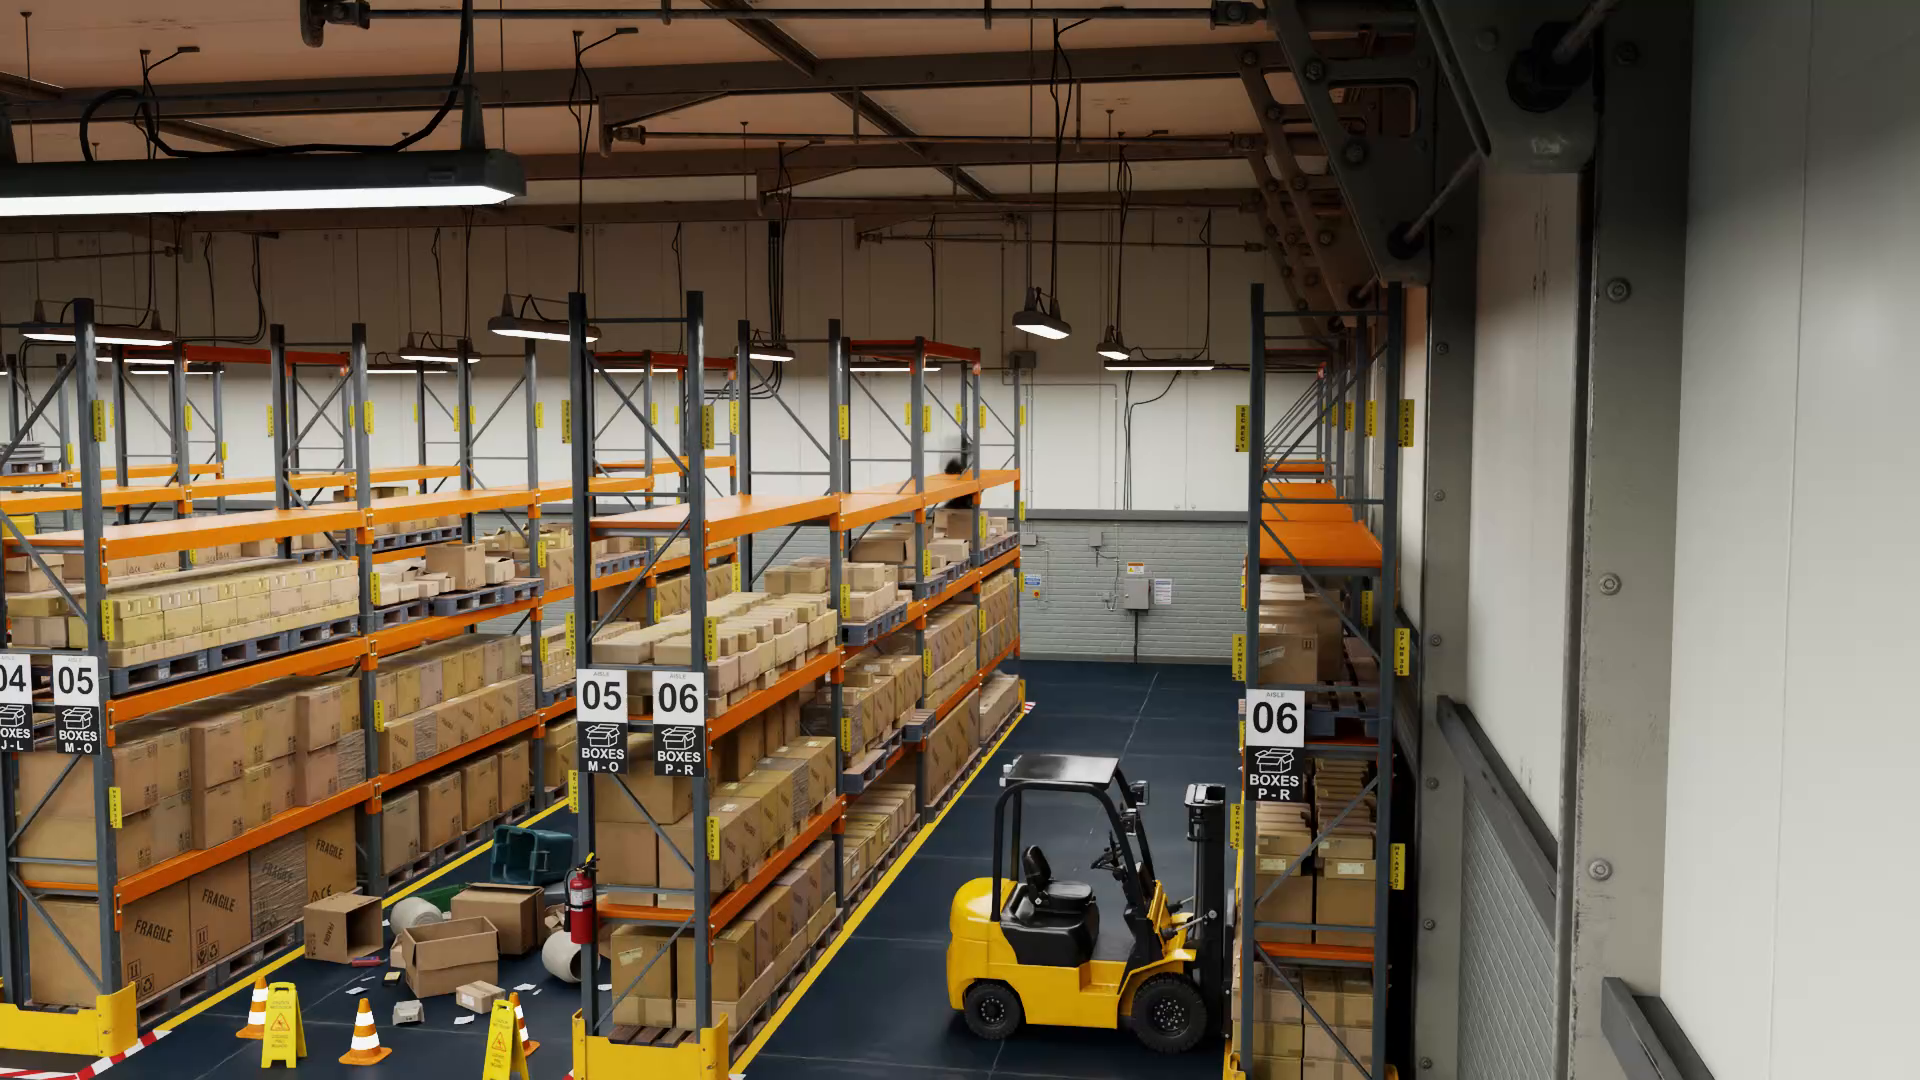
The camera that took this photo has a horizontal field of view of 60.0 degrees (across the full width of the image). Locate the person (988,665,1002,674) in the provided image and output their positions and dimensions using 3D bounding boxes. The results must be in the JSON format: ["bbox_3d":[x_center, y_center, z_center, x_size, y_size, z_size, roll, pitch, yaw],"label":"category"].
[{"bbox_3d":[0.568,1.953,29.632,0.657,1.770,0.801,3,6,34],"label":"person"}]

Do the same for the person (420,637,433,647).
[{"bbox_3d":[-8.244,2.304,25.658,0.503,1.627,0.682,0,5,1],"label":"person"}]
